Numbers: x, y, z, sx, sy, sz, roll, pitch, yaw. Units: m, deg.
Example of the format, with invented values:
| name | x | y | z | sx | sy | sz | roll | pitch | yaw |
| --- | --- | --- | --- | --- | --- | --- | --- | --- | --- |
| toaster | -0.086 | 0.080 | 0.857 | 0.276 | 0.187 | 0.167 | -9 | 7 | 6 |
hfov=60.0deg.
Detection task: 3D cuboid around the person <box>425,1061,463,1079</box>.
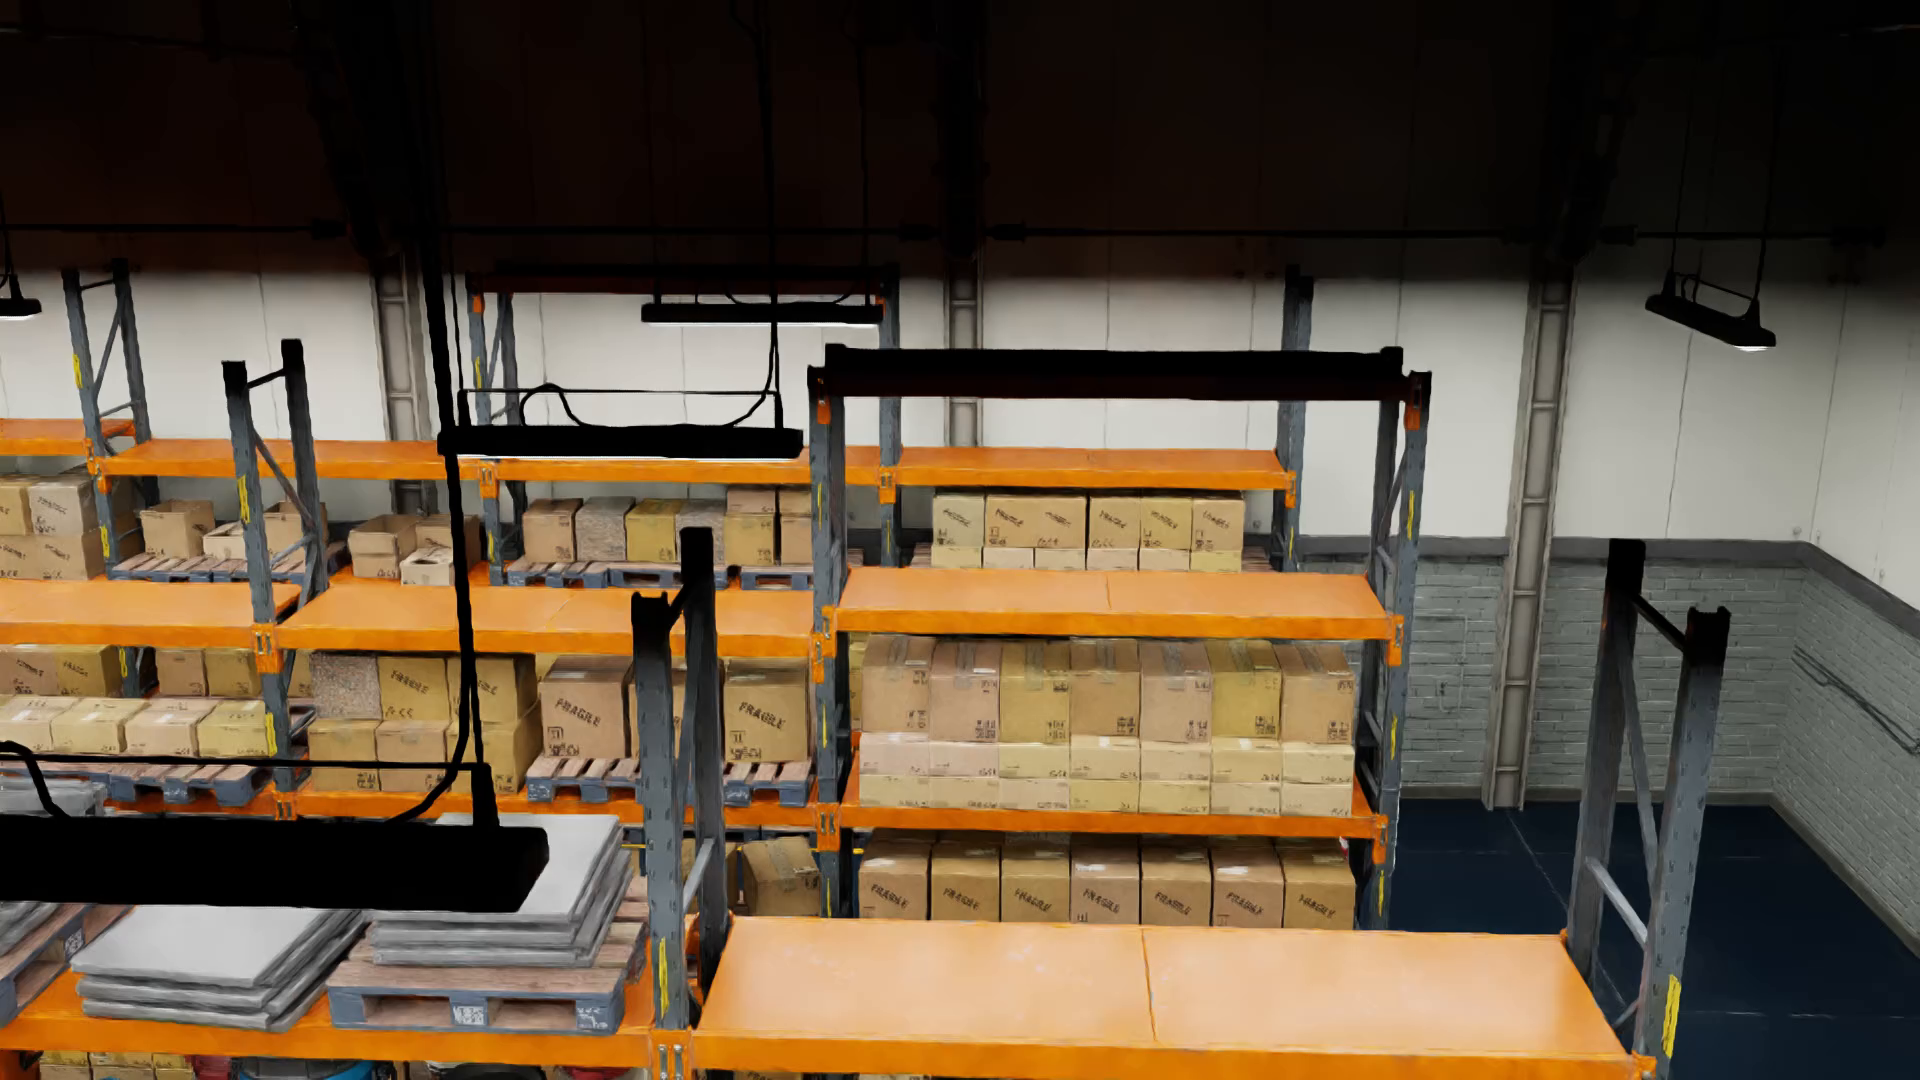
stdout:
| name | x | y | z | sx | sy | sz | roll | pitch | yaw |
| --- | --- | --- | --- | --- | --- | --- | --- | --- | --- |
| person | -3.406 | 4.165 | 11.313 | 1.073 | 1.587 | 0.499 | 0 | 16 | 1 |
